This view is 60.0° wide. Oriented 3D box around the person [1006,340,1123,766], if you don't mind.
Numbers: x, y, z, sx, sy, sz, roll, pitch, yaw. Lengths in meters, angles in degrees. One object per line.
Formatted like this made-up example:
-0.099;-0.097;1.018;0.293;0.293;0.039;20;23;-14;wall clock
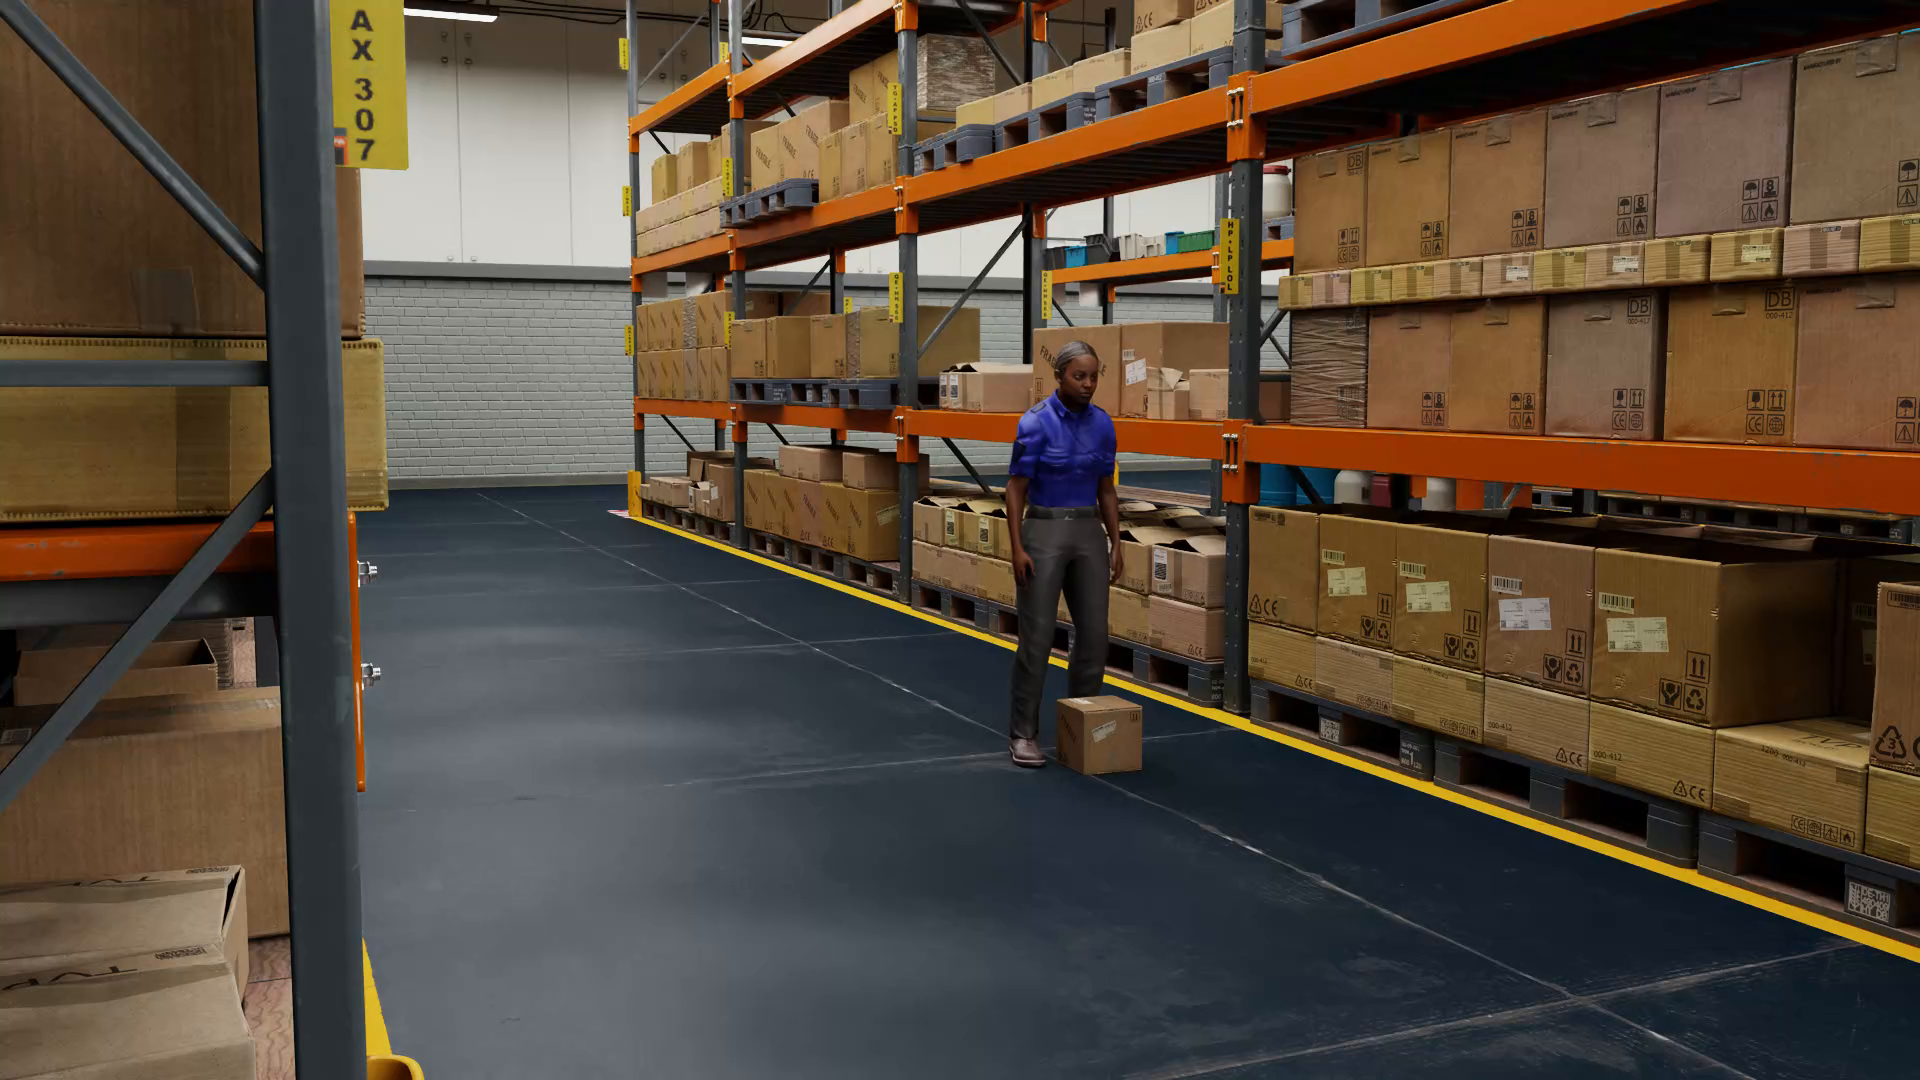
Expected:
0.414;0.040;6.607;0.506;1.655;0.350;-2;6;-23;person
